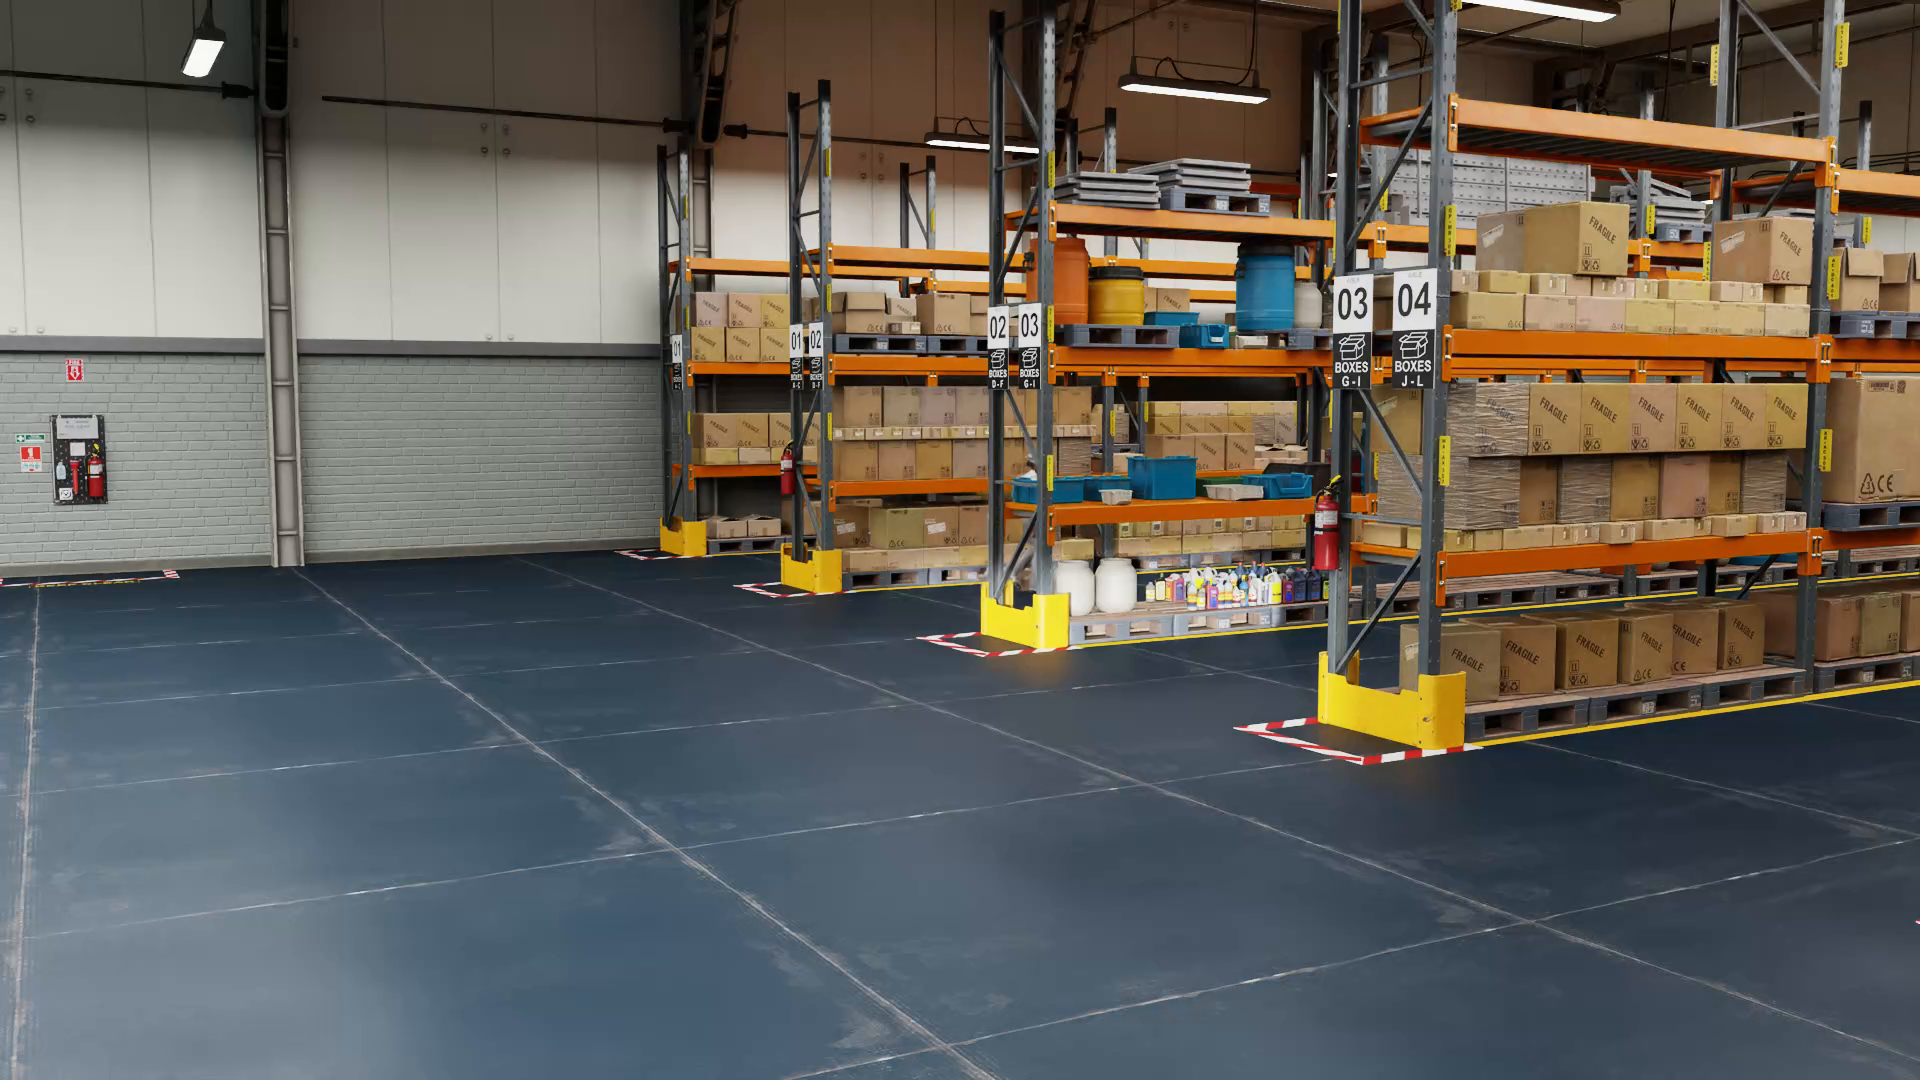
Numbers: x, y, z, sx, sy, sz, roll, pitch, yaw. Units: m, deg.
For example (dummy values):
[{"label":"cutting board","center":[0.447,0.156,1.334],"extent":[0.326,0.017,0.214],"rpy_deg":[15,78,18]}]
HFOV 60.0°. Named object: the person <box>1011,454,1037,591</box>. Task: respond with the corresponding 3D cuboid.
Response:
[{"label":"person","center":[0.849,-0.220,19.729],"extent":[0.510,1.648,0.478],"rpy_deg":[-1,5,-11]}]
